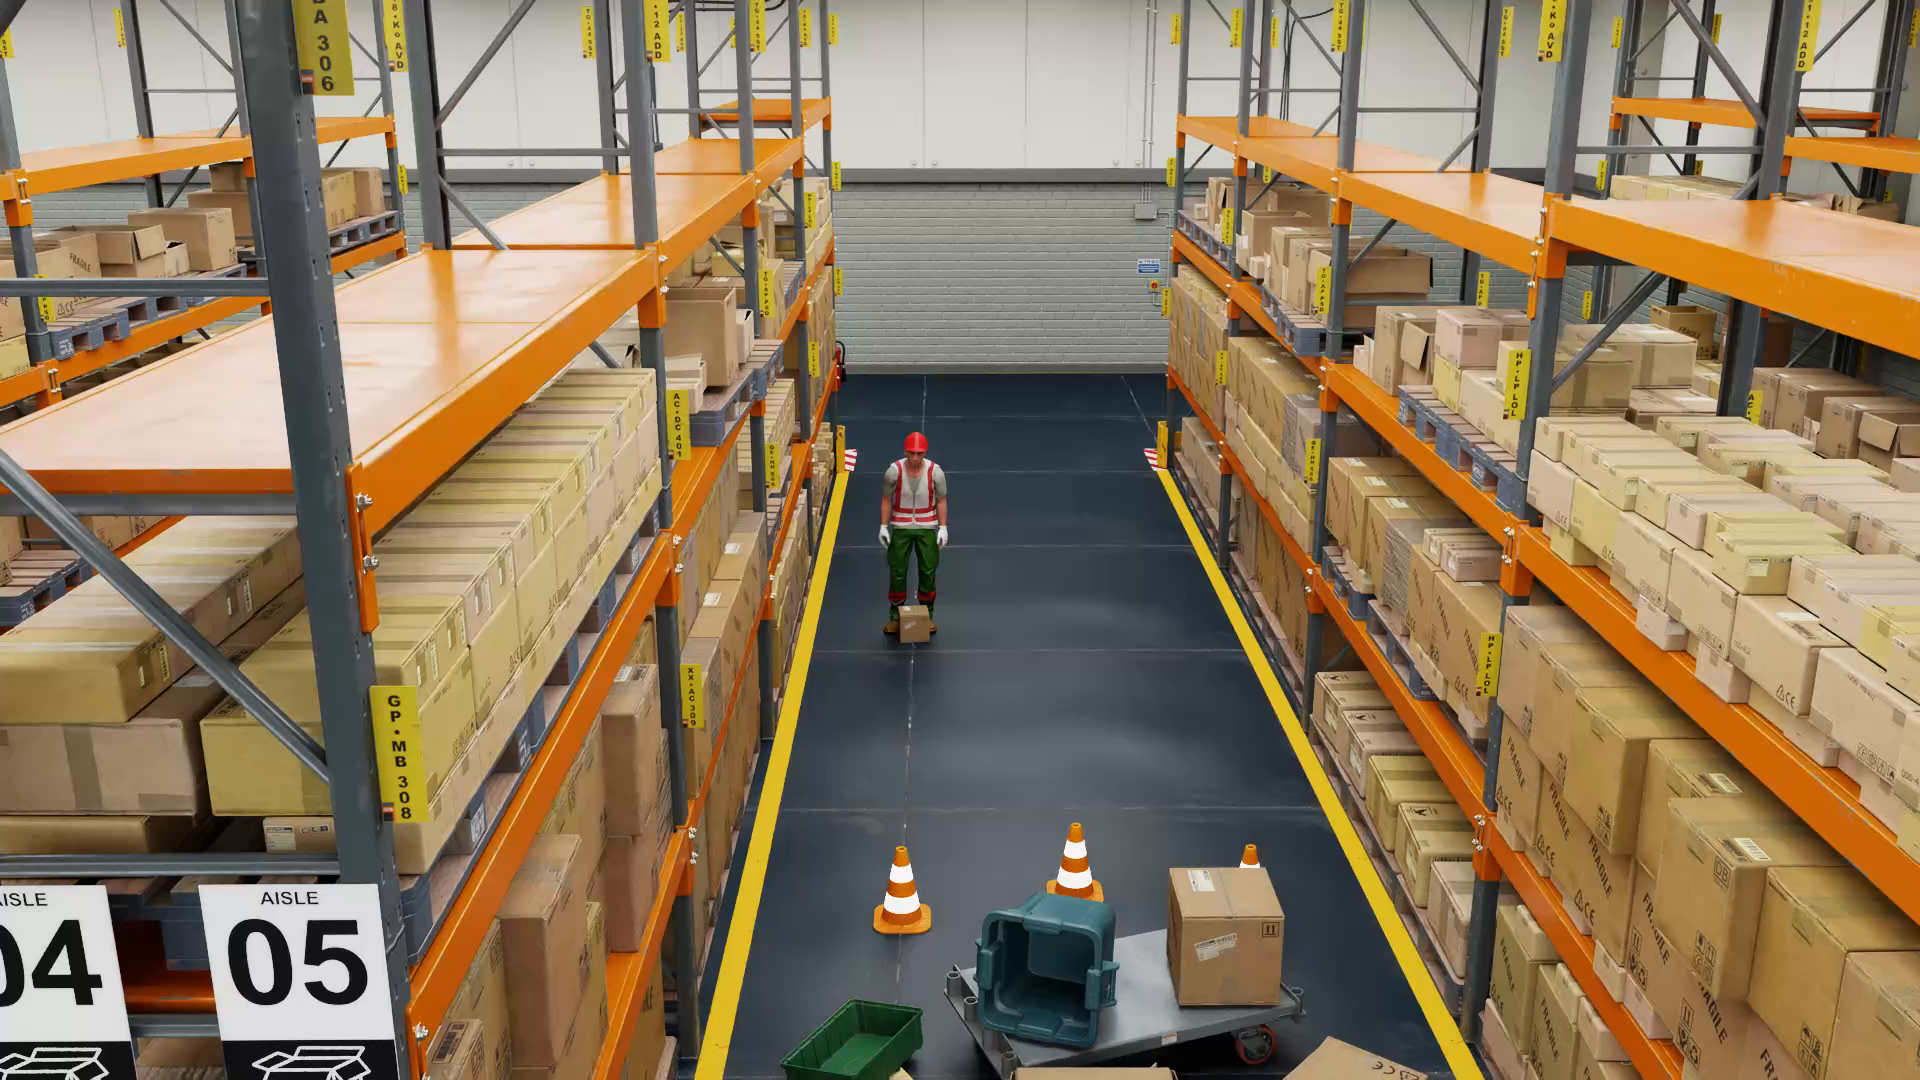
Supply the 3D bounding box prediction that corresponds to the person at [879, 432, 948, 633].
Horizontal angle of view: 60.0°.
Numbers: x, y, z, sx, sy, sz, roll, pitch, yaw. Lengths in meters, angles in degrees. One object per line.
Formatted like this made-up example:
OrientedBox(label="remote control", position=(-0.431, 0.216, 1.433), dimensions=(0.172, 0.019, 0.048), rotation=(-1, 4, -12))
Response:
OrientedBox(label="person", position=(-0.402, -0.073, 14.352), dimensions=(0.604, 1.778, 0.451), rotation=(0, 17, -1))
